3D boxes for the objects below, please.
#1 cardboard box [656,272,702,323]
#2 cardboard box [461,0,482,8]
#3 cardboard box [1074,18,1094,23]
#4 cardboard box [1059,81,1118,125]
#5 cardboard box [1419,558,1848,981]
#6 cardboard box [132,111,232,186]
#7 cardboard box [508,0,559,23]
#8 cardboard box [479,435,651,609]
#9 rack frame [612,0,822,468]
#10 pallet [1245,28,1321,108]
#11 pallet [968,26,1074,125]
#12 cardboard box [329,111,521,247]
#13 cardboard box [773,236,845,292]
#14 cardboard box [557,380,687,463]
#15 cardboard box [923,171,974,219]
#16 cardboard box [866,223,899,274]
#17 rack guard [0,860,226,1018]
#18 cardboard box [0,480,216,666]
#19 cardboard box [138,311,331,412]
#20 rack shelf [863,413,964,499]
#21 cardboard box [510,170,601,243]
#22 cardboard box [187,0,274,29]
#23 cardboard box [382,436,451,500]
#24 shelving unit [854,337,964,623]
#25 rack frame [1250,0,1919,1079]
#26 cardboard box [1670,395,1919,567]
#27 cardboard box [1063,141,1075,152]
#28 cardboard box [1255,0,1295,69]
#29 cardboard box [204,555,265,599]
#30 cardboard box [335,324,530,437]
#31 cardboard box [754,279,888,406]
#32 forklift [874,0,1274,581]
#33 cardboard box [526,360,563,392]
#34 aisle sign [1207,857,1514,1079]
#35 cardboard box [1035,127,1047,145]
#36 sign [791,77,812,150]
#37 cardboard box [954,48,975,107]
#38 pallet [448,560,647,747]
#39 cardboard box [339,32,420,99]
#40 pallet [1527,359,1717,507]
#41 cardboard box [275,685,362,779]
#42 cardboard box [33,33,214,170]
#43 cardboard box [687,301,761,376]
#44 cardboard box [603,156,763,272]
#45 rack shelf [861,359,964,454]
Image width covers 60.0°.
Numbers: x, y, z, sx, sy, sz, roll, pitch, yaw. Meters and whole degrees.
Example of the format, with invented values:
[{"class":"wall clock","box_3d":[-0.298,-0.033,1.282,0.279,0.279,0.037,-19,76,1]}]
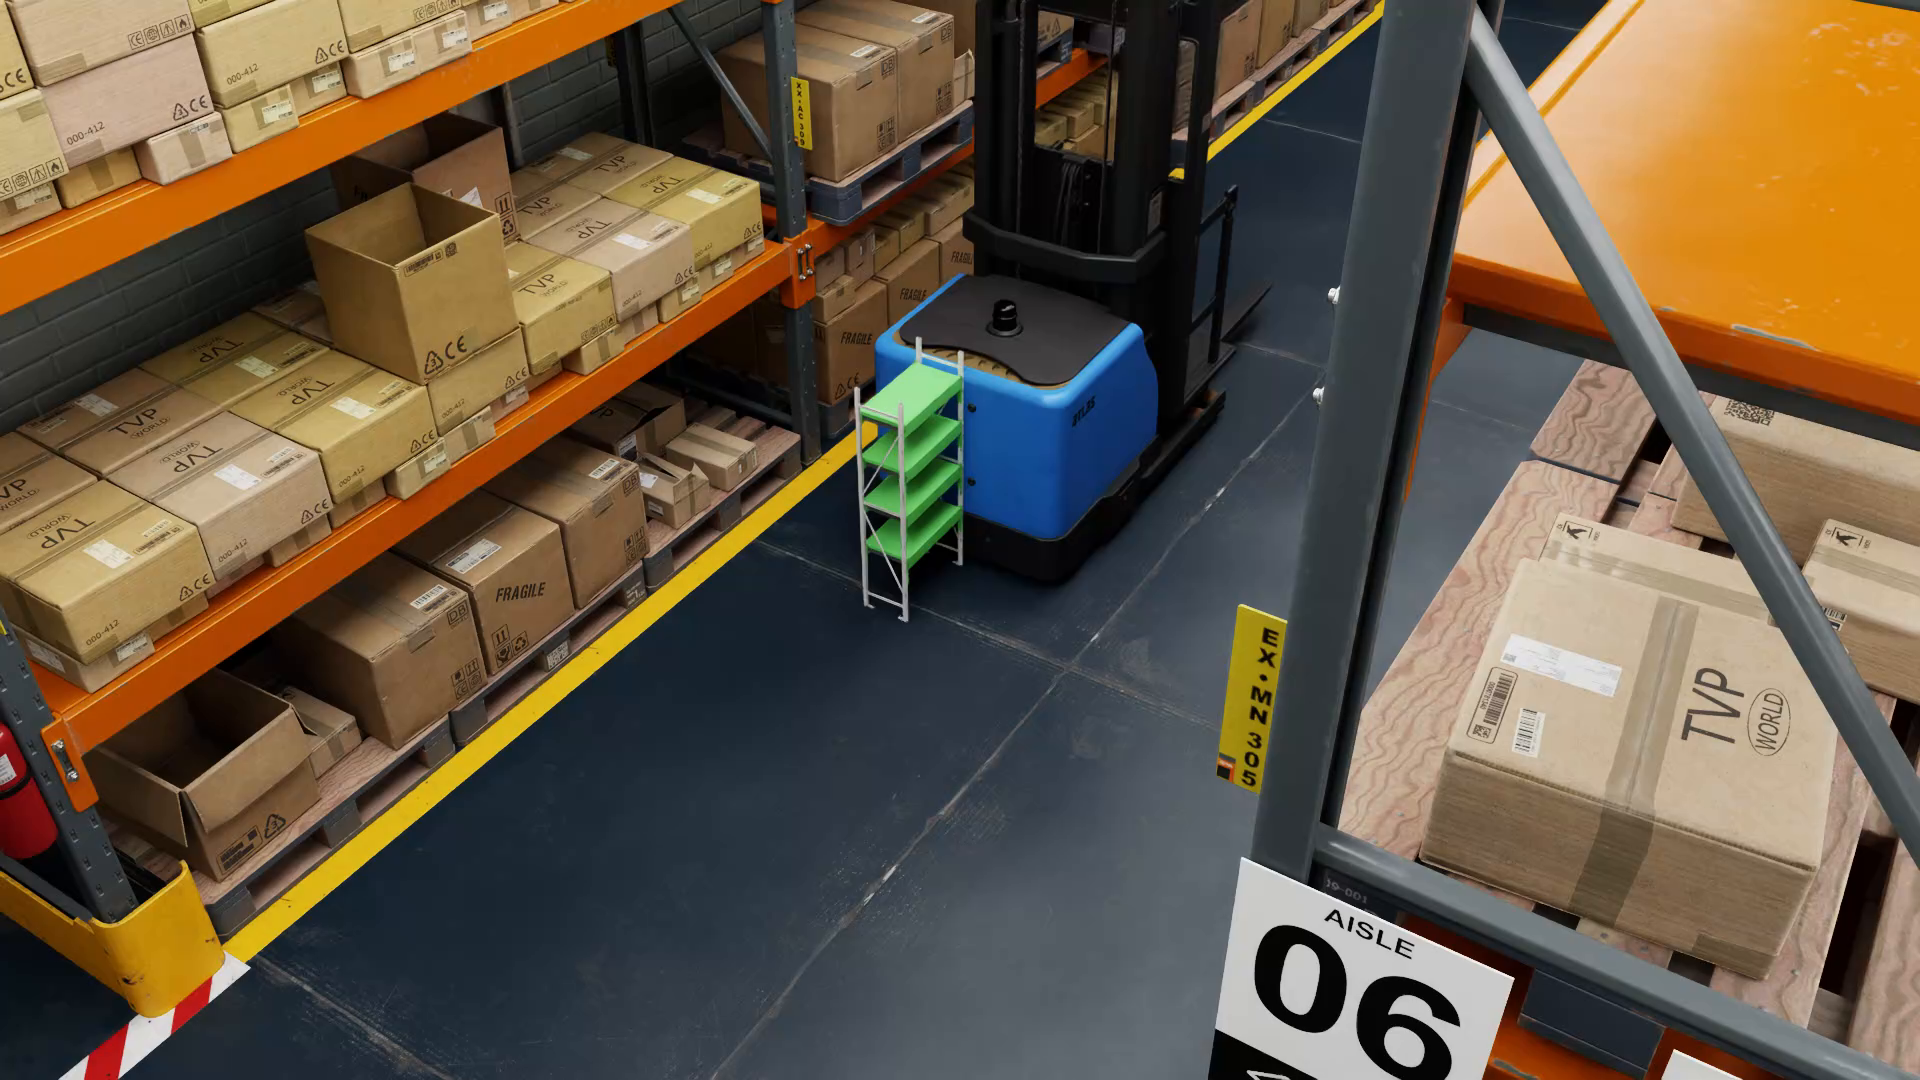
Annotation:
[{"class":"cardboard box","box_3d":[-1.380,-1.131,7.405,0.380,0.149,0.250,22,43,26]},{"class":"cardboard box","box_3d":[-1.783,-2.144,5.937,0.500,0.250,0.500,22,43,26]},{"class":"cardboard box","box_3d":[0.669,-3.280,9.766,0.500,0.250,0.500,19,42,23]},{"class":"cardboard box","box_3d":[0.790,-2.767,10.495,0.380,0.149,0.250,19,42,23]},{"class":"cardboard box","box_3d":[1.033,0.327,2.548,0.500,0.250,0.500,17,41,21]},{"class":"cardboard box","box_3d":[-2.467,-1.240,5.090,0.380,0.149,0.250,22,43,26]},{"class":"cardboard box","box_3d":[-1.714,-2.053,6.144,0.380,0.149,0.250,23,43,27]},{"class":"cardboard box","box_3d":[-1.870,-0.122,7.594,0.700,0.500,0.500,20,42,23]},{"class":"rack frame","box_3d":[-1.182,-1.760,8.016,1.000,3.000,0.127,21,42,25]},{"class":"pallet","box_3d":[2.089,-3.756,12.889,1.003,0.211,1.213,21,42,25]},{"class":"pallet","box_3d":[-0.077,-2.742,9.447,1.003,0.211,1.213,21,42,25]},{"class":"cardboard box","box_3d":[-2.205,-1.435,6.859,0.500,0.500,0.500,20,42,24]},{"class":"cardboard box","box_3d":[-0.816,-1.429,8.515,0.380,0.149,0.250,20,42,24]},{"class":"cardboard box","box_3d":[-1.736,-0.599,8.367,0.500,0.311,0.500,23,43,27]},{"class":"cardboard box","box_3d":[-0.119,-1.985,9.480,0.380,0.149,0.250,23,43,27]},{"class":"cardboard box","box_3d":[-0.554,-1.596,8.975,0.380,0.149,0.250,19,42,23]},{"class":"rack guard","box_3d":[-3.284,1.252,6.155,1.175,0.500,0.348,21,42,25]},{"class":"cardboard box","box_3d":[-2.854,0.097,5.485,0.500,0.250,0.500,21,42,25]},{"class":"cardboard box","box_3d":[-2.756,-0.600,6.390,0.500,0.250,0.500,23,43,26]},{"class":"rack shelf","box_3d":[-0.218,-0.400,7.437,0.258,0.148,0.480,20,42,24]},{"class":"cardboard box","box_3d":[-1.938,-1.391,7.416,0.500,0.250,0.500,21,42,25]},{"class":"cardboard box","box_3d":[-2.329,-1.809,5.092,0.500,0.250,0.500,21,42,24]},{"class":"cardboard box","box_3d":[-2.185,-0.326,6.362,0.380,0.149,0.250,20,42,24]},{"class":"shelving unit","box_3d":[-0.218,-0.261,7.545,0.258,1.200,0.503,20,42,24]},{"class":"rack frame","box_3d":[0.868,-0.453,1.406,1.000,3.000,0.127,21,42,25]},{"class":"cardboard box","box_3d":[1.712,-0.191,3.170,0.500,0.311,0.500,22,43,26]},{"class":"cardboard box","box_3d":[0.361,-2.185,10.271,0.500,0.500,0.500,23,43,27]},{"class":"cardboard box","box_3d":[2.011,-4.052,12.590,0.875,0.625,0.625,19,42,23]},{"class":"cardboard box","box_3d":[-2.709,0.028,5.902,0.380,0.149,0.250,21,42,25]},{"class":"cardboard box","box_3d":[-2.060,-0.695,6.514,0.500,0.250,0.500,20,42,24]},{"class":"cardboard box","box_3d":[-0.733,-1.113,8.879,0.500,0.500,0.500,23,43,27]},{"class":"forklift","box_3d":[0.784,-1.842,8.178,1.130,2.935,3.031,20,42,24]},{"class":"cardboard box","box_3d":[-1.889,-0.767,6.933,0.380,0.149,0.250,22,43,26]},{"class":"aisle sign","box_3d":[0.568,0.829,2.527,0.394,0.787,0.004,21,42,25]},{"class":"cardboard box","box_3d":[0.299,-2.396,10.013,0.380,0.149,0.250,21,42,24]},{"class":"sign","box_3d":[-0.720,-1.930,7.527,0.100,0.325,0.005,21,42,25]},{"class":"cardboard box","box_3d":[-0.114,-2.464,8.695,0.396,0.266,0.258,23,43,27]},{"class":"pallet","box_3d":[-2.204,0.329,7.590,1.003,0.211,1.213,21,42,25]},{"class":"cardboard box","box_3d":[-2.055,-1.634,5.601,0.380,0.149,0.250,21,42,25]},{"class":"pallet","box_3d":[1.910,-0.247,3.669,1.003,0.211,1.213,21,42,25]},{"class":"cardboard box","box_3d":[-2.657,0.774,6.720,0.380,0.149,0.250,19,42,23]},{"class":"cardboard box","box_3d":[-2.602,-1.353,4.910,0.500,0.250,0.500,22,43,26]},{"class":"cardboard box","box_3d":[-1.169,-1.287,9.105,0.500,0.500,0.500,21,42,25]},{"class":"cardboard box","box_3d":[-1.249,-1.477,7.527,0.500,0.250,0.500,22,43,26]},{"class":"rack shelf","box_3d":[-0.218,-0.590,7.291,0.258,0.148,0.480,20,42,24]}]
